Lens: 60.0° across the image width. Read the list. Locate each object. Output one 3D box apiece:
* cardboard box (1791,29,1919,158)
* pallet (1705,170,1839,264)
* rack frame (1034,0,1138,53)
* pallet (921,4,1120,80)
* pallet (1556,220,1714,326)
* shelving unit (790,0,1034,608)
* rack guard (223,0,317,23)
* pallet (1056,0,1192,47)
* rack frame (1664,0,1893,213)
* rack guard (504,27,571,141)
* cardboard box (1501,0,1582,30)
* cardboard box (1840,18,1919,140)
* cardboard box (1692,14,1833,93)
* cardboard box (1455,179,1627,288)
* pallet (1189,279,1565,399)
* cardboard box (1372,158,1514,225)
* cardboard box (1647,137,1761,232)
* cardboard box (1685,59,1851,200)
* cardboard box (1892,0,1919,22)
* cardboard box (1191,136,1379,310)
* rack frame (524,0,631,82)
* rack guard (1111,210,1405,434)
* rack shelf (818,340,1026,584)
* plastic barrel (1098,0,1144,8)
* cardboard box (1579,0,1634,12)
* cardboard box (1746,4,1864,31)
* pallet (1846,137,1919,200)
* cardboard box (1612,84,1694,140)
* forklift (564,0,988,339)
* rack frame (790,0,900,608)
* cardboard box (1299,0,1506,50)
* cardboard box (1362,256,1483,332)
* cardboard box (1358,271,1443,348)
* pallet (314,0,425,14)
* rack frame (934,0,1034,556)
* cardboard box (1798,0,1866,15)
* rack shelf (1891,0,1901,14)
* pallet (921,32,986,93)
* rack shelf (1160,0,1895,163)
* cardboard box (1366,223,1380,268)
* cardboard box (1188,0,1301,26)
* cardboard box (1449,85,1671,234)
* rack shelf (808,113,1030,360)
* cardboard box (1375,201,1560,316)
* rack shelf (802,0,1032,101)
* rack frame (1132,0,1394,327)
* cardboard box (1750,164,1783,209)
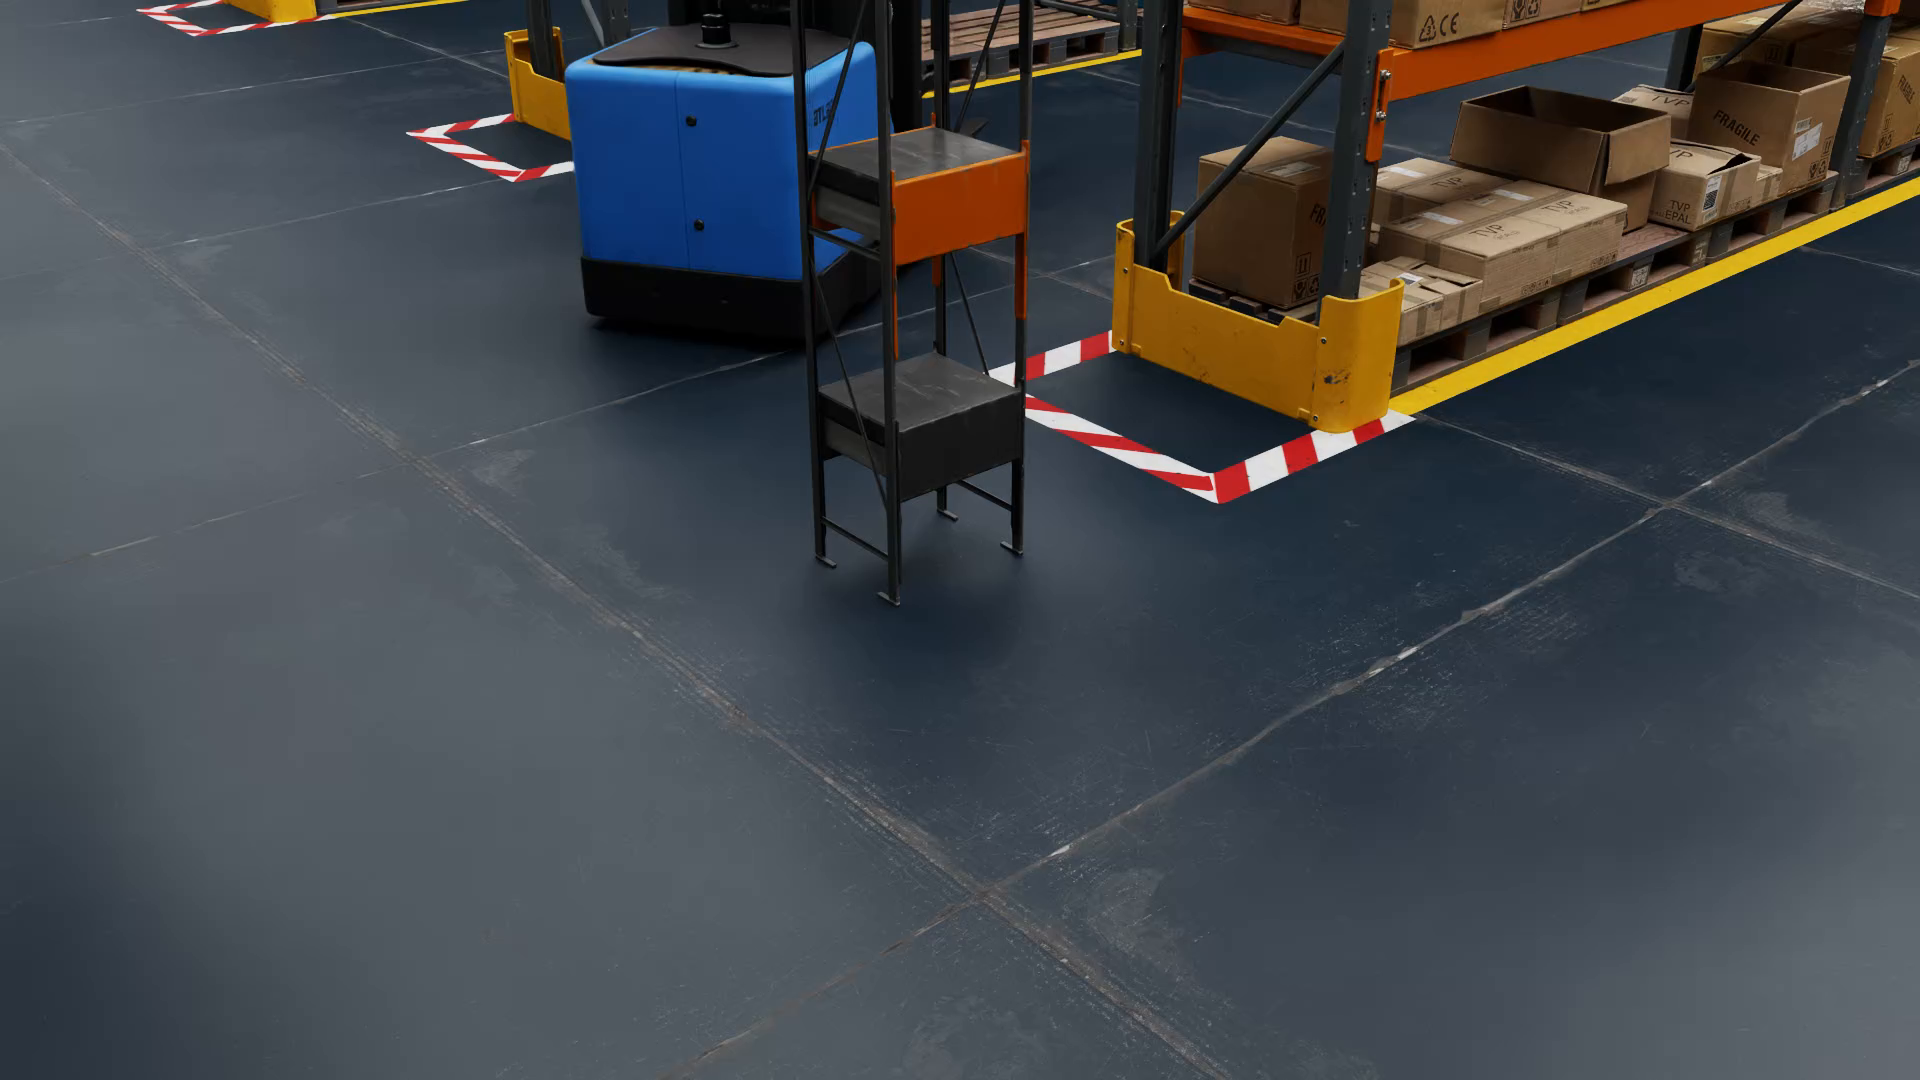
[{"bbox_3d":[4.606,-2.306,8.568,0.500,0.500,0.500,-24,36,-37],"label":"cardboard box"},{"bbox_3d":[3.557,-1.714,8.234,1.213,0.211,1.003,-22,35,-35],"label":"pallet"},{"bbox_3d":[0.868,-4.931,11.294,0.127,3.000,1.000,-22,35,-35],"label":"rack frame"},{"bbox_3d":[0.334,-3.462,11.505,1.213,0.211,1.003,-22,35,-35],"label":"pallet"},{"bbox_3d":[2.628,-1.339,7.532,1.213,0.211,1.003,-22,35,-35],"label":"pallet"},{"bbox_3d":[-0.126,-0.875,4.660,0.503,2.100,0.431,-22,35,-35],"label":"shelving unit"},{"bbox_3d":[-5.408,-4.373,12.903,0.348,0.500,1.175,-22,35,-35],"label":"rack guard"},{"bbox_3d":[1.482,-3.922,12.365,1.213,0.211,1.003,-22,35,-35],"label":"pallet"},{"bbox_3d":[4.080,-3.154,7.969,0.127,3.000,1.000,-22,35,-35],"label":"rack frame"},{"bbox_3d":[-2.185,-2.593,9.571,0.348,0.500,1.175,-22,35,-35],"label":"rack guard"},{"bbox_3d":[1.935,-2.175,6.031,0.500,0.500,0.500,-22,35,-35],"label":"cardboard box"},{"bbox_3d":[5.005,-2.473,8.880,0.500,0.500,0.500,-21,35,-34],"label":"cardboard box"},{"bbox_3d":[4.269,-2.499,8.929,0.500,0.500,0.500,-22,35,-35],"label":"cardboard box"},{"bbox_3d":[2.395,-1.282,6.917,0.500,0.250,0.500,-22,35,-35],"label":"cardboard box"},{"bbox_3d":[1.701,-0.968,6.837,1.213,0.211,1.003,-22,35,-35],"label":"pallet"},{"bbox_3d":[2.033,-1.446,7.224,0.500,0.250,0.500,-22,35,-35],"label":"cardboard box"},{"bbox_3d":[3.260,-1.656,7.553,0.500,0.311,0.500,-22,35,-35],"label":"cardboard box"},{"bbox_3d":[3.831,-1.969,7.938,0.500,0.500,0.500,-22,35,-35],"label":"cardboard box"},{"bbox_3d":[5.367,-2.943,8.963,0.500,0.250,0.500,-22,35,-35],"label":"cardboard box"},{"bbox_3d":[1.291,-1.276,6.641,0.500,0.500,0.500,-22,35,-35],"label":"cardboard box"},{"bbox_3d":[-2.175,-3.707,9.005,0.127,3.000,1.000,-22,35,-35],"label":"rack frame"},{"bbox_3d":[1.095,-0.851,6.312,0.348,0.500,1.175,-22,35,-35],"label":"rack guard"},{"bbox_3d":[-0.126,-0.246,4.997,0.480,0.518,0.431,-22,35,-35],"label":"rack shelf"},{"bbox_3d":[1.293,-4.351,11.990,0.708,0.901,0.600,-22,35,-35],"label":"plastic barrel"},{"bbox_3d":[2.318,-2.328,6.317,0.500,0.500,0.500,-22,35,-35],"label":"cardboard box"},{"bbox_3d":[4.651,-2.647,9.206,0.500,0.500,0.500,-22,35,-35],"label":"cardboard box"},{"bbox_3d":[4.674,-2.186,9.117,1.213,0.211,1.003,-22,35,-35],"label":"pallet"},{"bbox_3d":[3.620,-2.111,8.404,0.500,0.311,0.500,-22,35,-35],"label":"cardboard box"},{"bbox_3d":[-0.622,-2.767,7.318,1.130,2.935,3.031,8,29,15],"label":"forklift"},{"bbox_3d":[-0.312,-0.801,4.521,0.015,2.100,0.400,-22,35,-35],"label":"rack frame"},{"bbox_3d":[1.546,-2.015,5.733,0.500,0.500,0.500,-21,35,-34],"label":"cardboard box"},{"bbox_3d":[1.769,-0.956,6.395,0.250,0.166,0.380,-22,35,-35],"label":"cardboard box"},{"bbox_3d":[1.579,-0.872,6.256,0.250,0.149,0.380,-22,35,-35],"label":"cardboard box"},{"bbox_3d":[-4.832,-4.526,13.495,1.213,0.211,1.003,-22,35,-35],"label":"pallet"},{"bbox_3d":[0.060,-0.950,4.800,0.015,2.100,0.400,-22,35,-35],"label":"rack frame"},{"bbox_3d":[5.033,-2.800,9.493,0.500,0.500,0.500,-21,35,-34],"label":"cardboard box"},{"bbox_3d":[5.601,-3.448,9.283,4.000,0.370,1.077,-22,35,-35],"label":"rack shelf"},{"bbox_3d":[-0.595,-3.087,10.803,1.213,0.211,1.003,-22,35,-35],"label":"pallet"},{"bbox_3d":[2.558,-2.225,6.993,4.000,0.370,1.077,-22,35,-35],"label":"rack shelf"},{"bbox_3d":[1.657,-1.221,6.891,0.250,0.166,0.380,-22,35,-35],"label":"cardboard box"},{"bbox_3d":[1.201,-2.209,6.094,0.500,0.500,0.500,-21,34,-33],"label":"cardboard box"},{"bbox_3d":[2.654,-1.670,7.375,0.637,0.503,0.797,-22,35,-35],"label":"cardboard box"},{"bbox_3d":[-0.126,-0.863,4.667,0.480,0.518,0.431,-22,35,-35],"label":"rack shelf"},{"bbox_3d":[2.015,-1.129,6.631,0.500,0.250,0.500,-22,35,-35],"label":"cardboard box"},{"bbox_3d":[-0.126,-1.481,4.337,0.480,0.518,0.431,-22,35,-35],"label":"rack shelf"},{"bbox_3d":[1.037,-1.930,5.679,0.127,3.000,1.000,-22,35,-35],"label":"rack frame"},{"bbox_3d":[3.584,-1.678,7.766,0.250,0.149,0.380,-22,35,-35],"label":"cardboard box"}]
